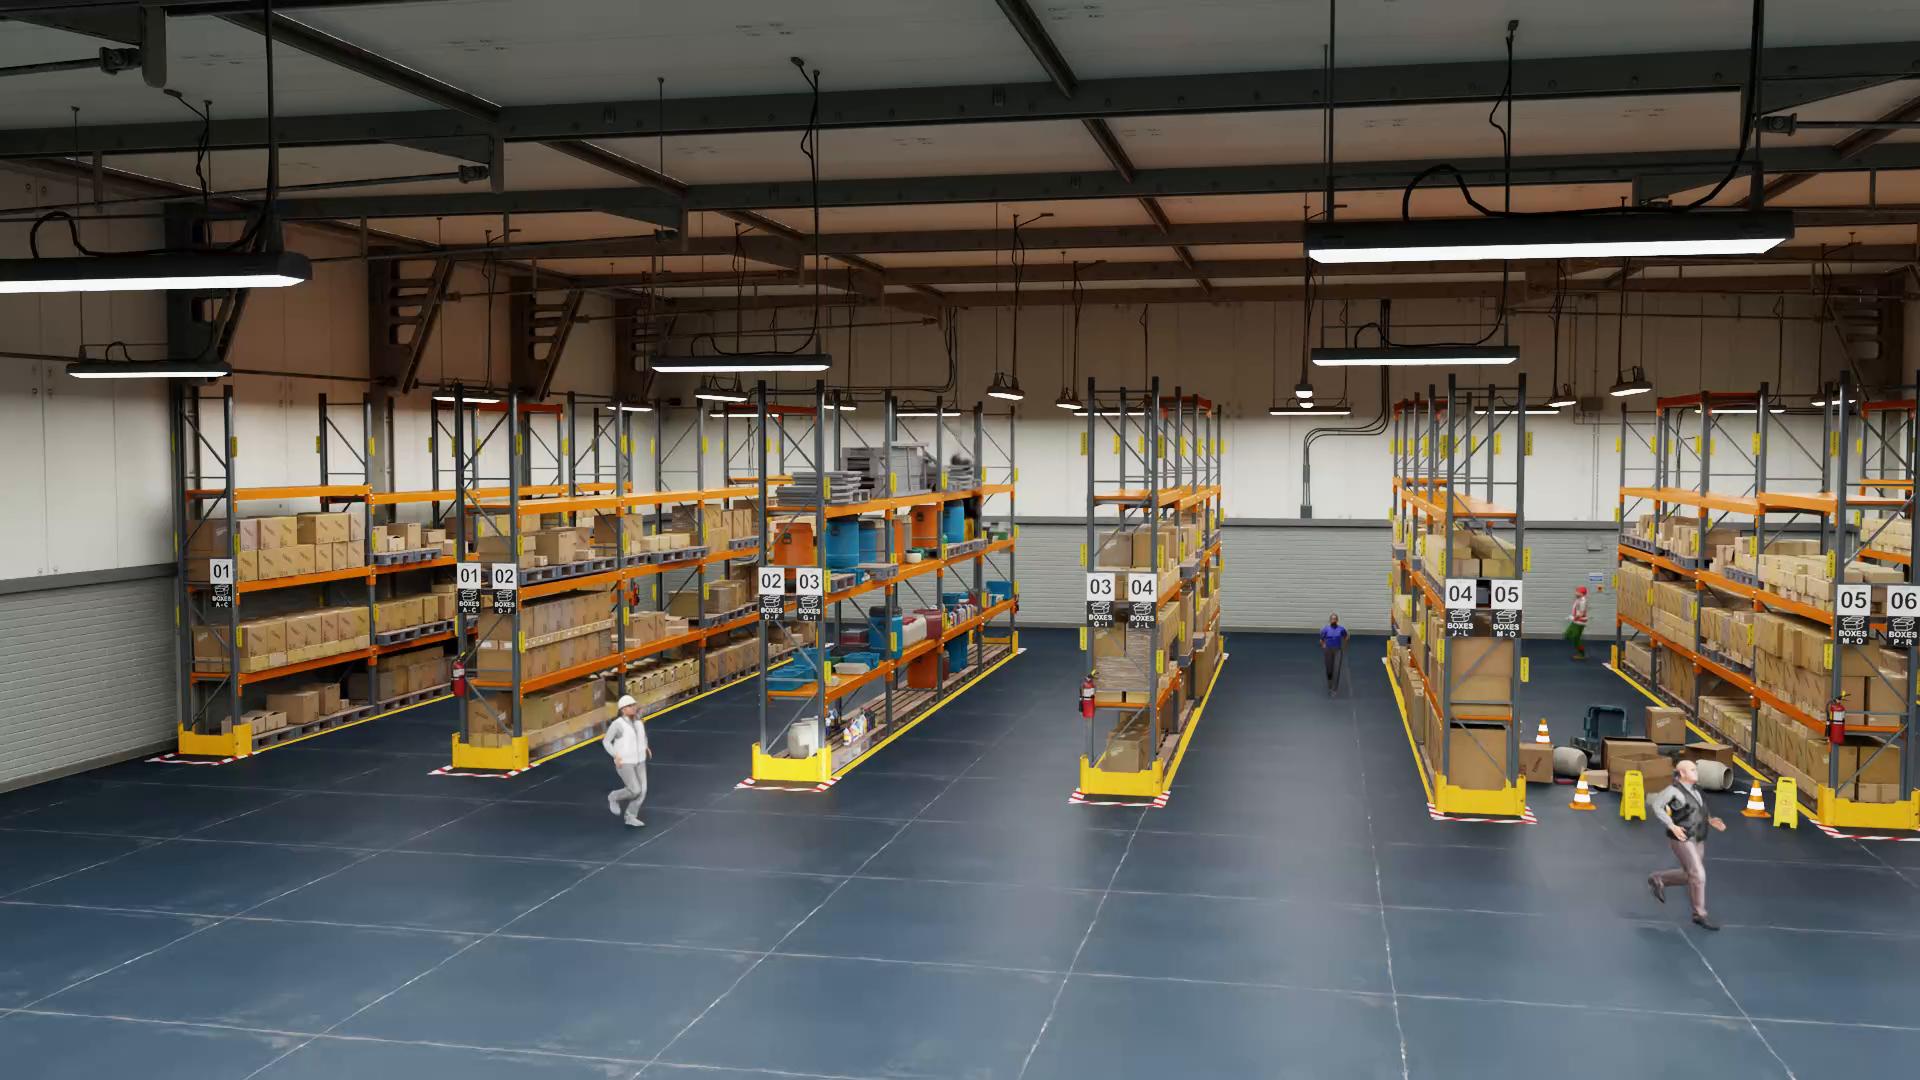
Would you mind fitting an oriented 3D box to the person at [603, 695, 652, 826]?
[{"bbox_3d":[-4.370,2.916,22.000,0.573,1.721,0.674,3,4,38],"label":"person"}]

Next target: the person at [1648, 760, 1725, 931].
[{"bbox_3d":[7.635,3.176,17.551,0.662,1.721,0.880,-2,4,-35],"label":"person"}]

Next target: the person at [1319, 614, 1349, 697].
[{"bbox_3d":[7.568,2.309,33.674,0.586,1.649,0.834,1,3,13],"label":"person"}]

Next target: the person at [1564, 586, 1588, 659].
[{"bbox_3d":[14.491,1.947,39.044,0.555,1.733,0.652,1,3,11],"label":"person"}]
